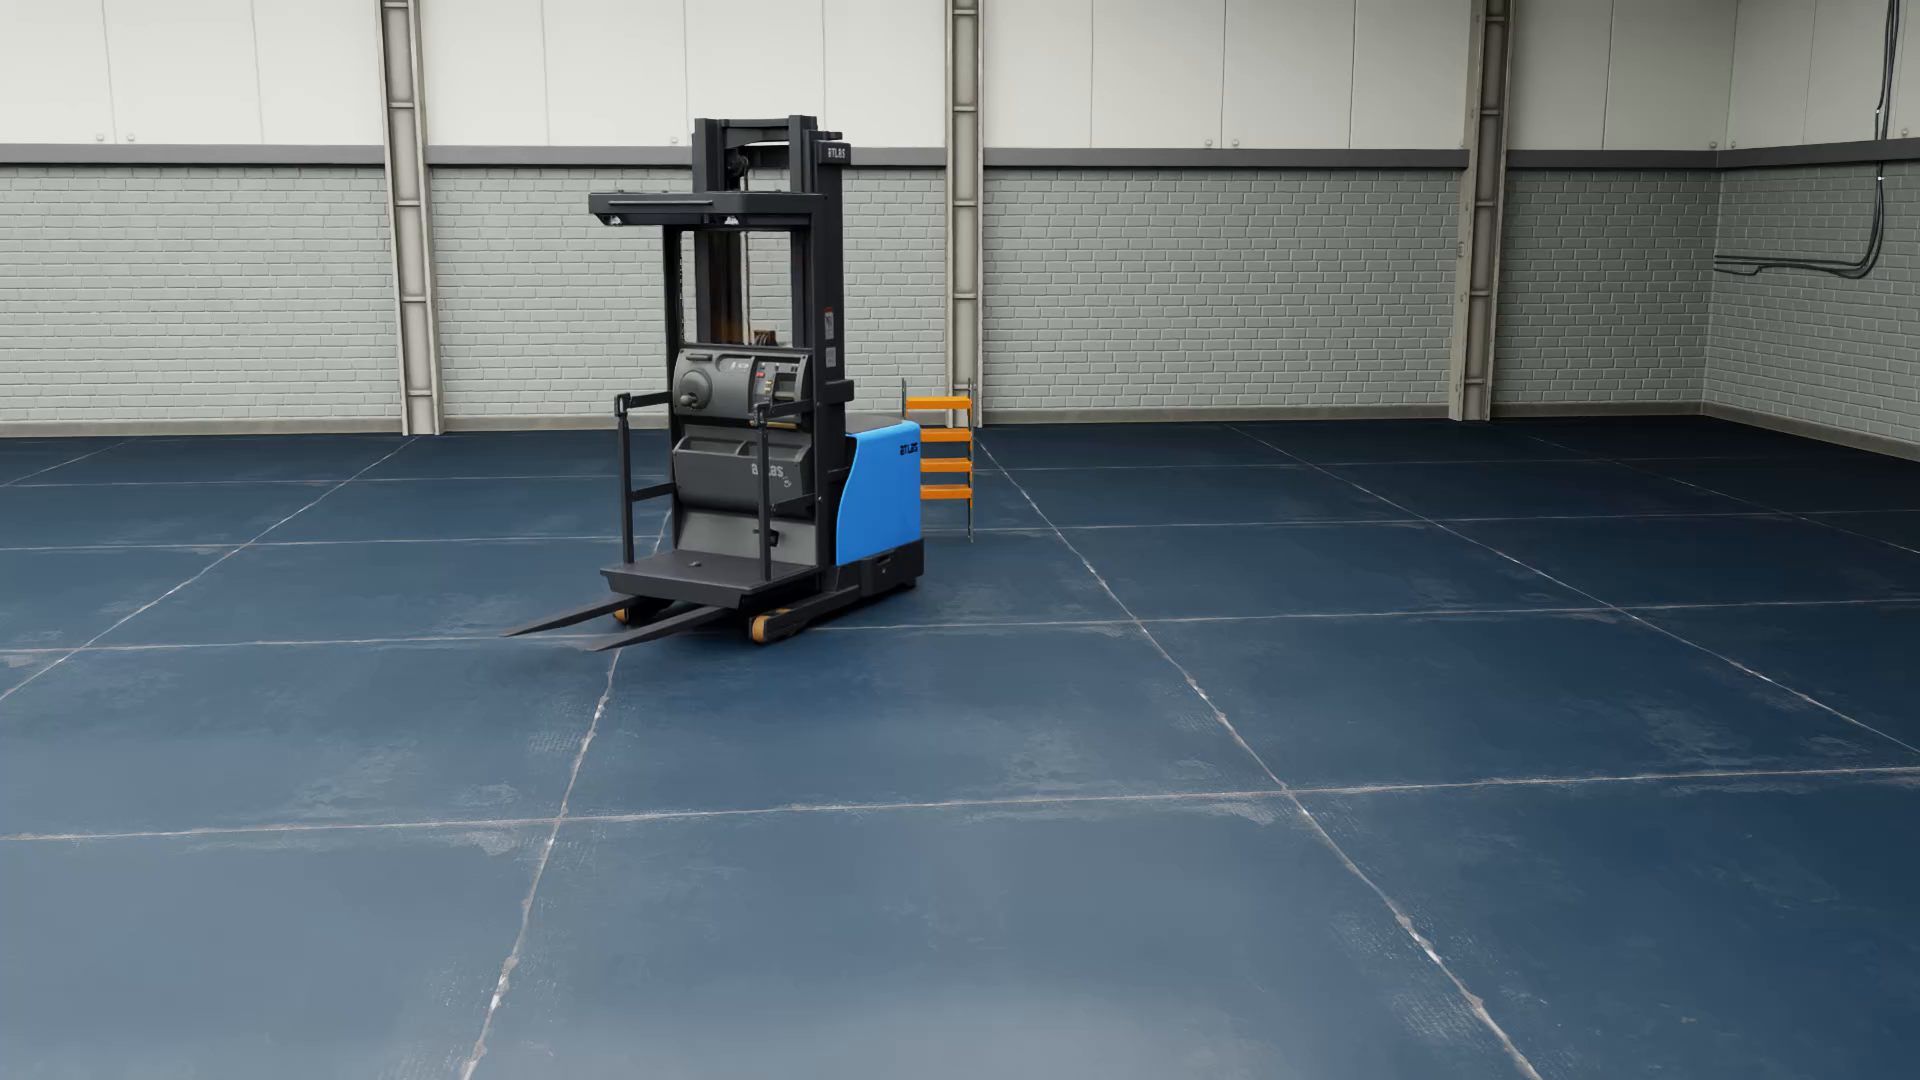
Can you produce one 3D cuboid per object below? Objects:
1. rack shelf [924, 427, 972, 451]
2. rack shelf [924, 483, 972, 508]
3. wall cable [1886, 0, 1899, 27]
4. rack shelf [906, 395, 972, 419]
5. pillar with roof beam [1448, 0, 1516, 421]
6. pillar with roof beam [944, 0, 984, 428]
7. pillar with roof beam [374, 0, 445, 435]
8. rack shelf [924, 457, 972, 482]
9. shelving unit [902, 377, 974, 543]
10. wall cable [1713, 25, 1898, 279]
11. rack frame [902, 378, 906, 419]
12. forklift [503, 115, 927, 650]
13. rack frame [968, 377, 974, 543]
[{"bbox_3d":[-0.165,-0.739,12.205,0.480,0.148,0.258,-1,11,-6],"label":"rack shelf"},{"bbox_3d":[-0.165,-0.324,12.286,0.480,0.148,0.258,-1,11,-6],"label":"rack shelf"},{"bbox_3d":[9.373,-6.089,14.970,0.112,2.526,3.097,-1,11,-6],"label":"wall cable"},{"bbox_3d":[-0.165,-0.971,12.159,0.480,0.148,0.258,-1,11,-6],"label":"rack shelf"},{"bbox_3d":[6.474,-5.020,14.575,0.400,9.000,9.100,-1,11,-6],"label":"pillar with roof beam"},{"bbox_3d":[0.509,-4.895,13.939,0.400,9.000,9.100,-1,11,-6],"label":"pillar with roof beam"},{"bbox_3d":[-5.456,-4.770,13.304,0.400,9.000,9.100,-1,11,-6],"label":"pillar with roof beam"},{"bbox_3d":[-0.165,-0.519,12.248,0.480,0.148,0.258,-1,11,-6],"label":"rack shelf"},{"bbox_3d":[-0.165,-0.585,12.235,0.503,1.200,0.258,-1,11,-6],"label":"shelving unit"},{"bbox_3d":[9.081,-4.130,18.096,0.112,2.526,3.097,-1,11,-6],"label":"wall cable"},{"bbox_3d":[-0.407,-0.580,12.209,0.015,1.200,0.240,-1,11,-6],"label":"rack frame"},{"bbox_3d":[-1.376,-0.955,9.630,1.130,2.935,3.031,6,13,29],"label":"forklift"},{"bbox_3d":[0.078,-0.590,12.261,0.015,1.200,0.240,-1,11,-6],"label":"rack frame"}]
